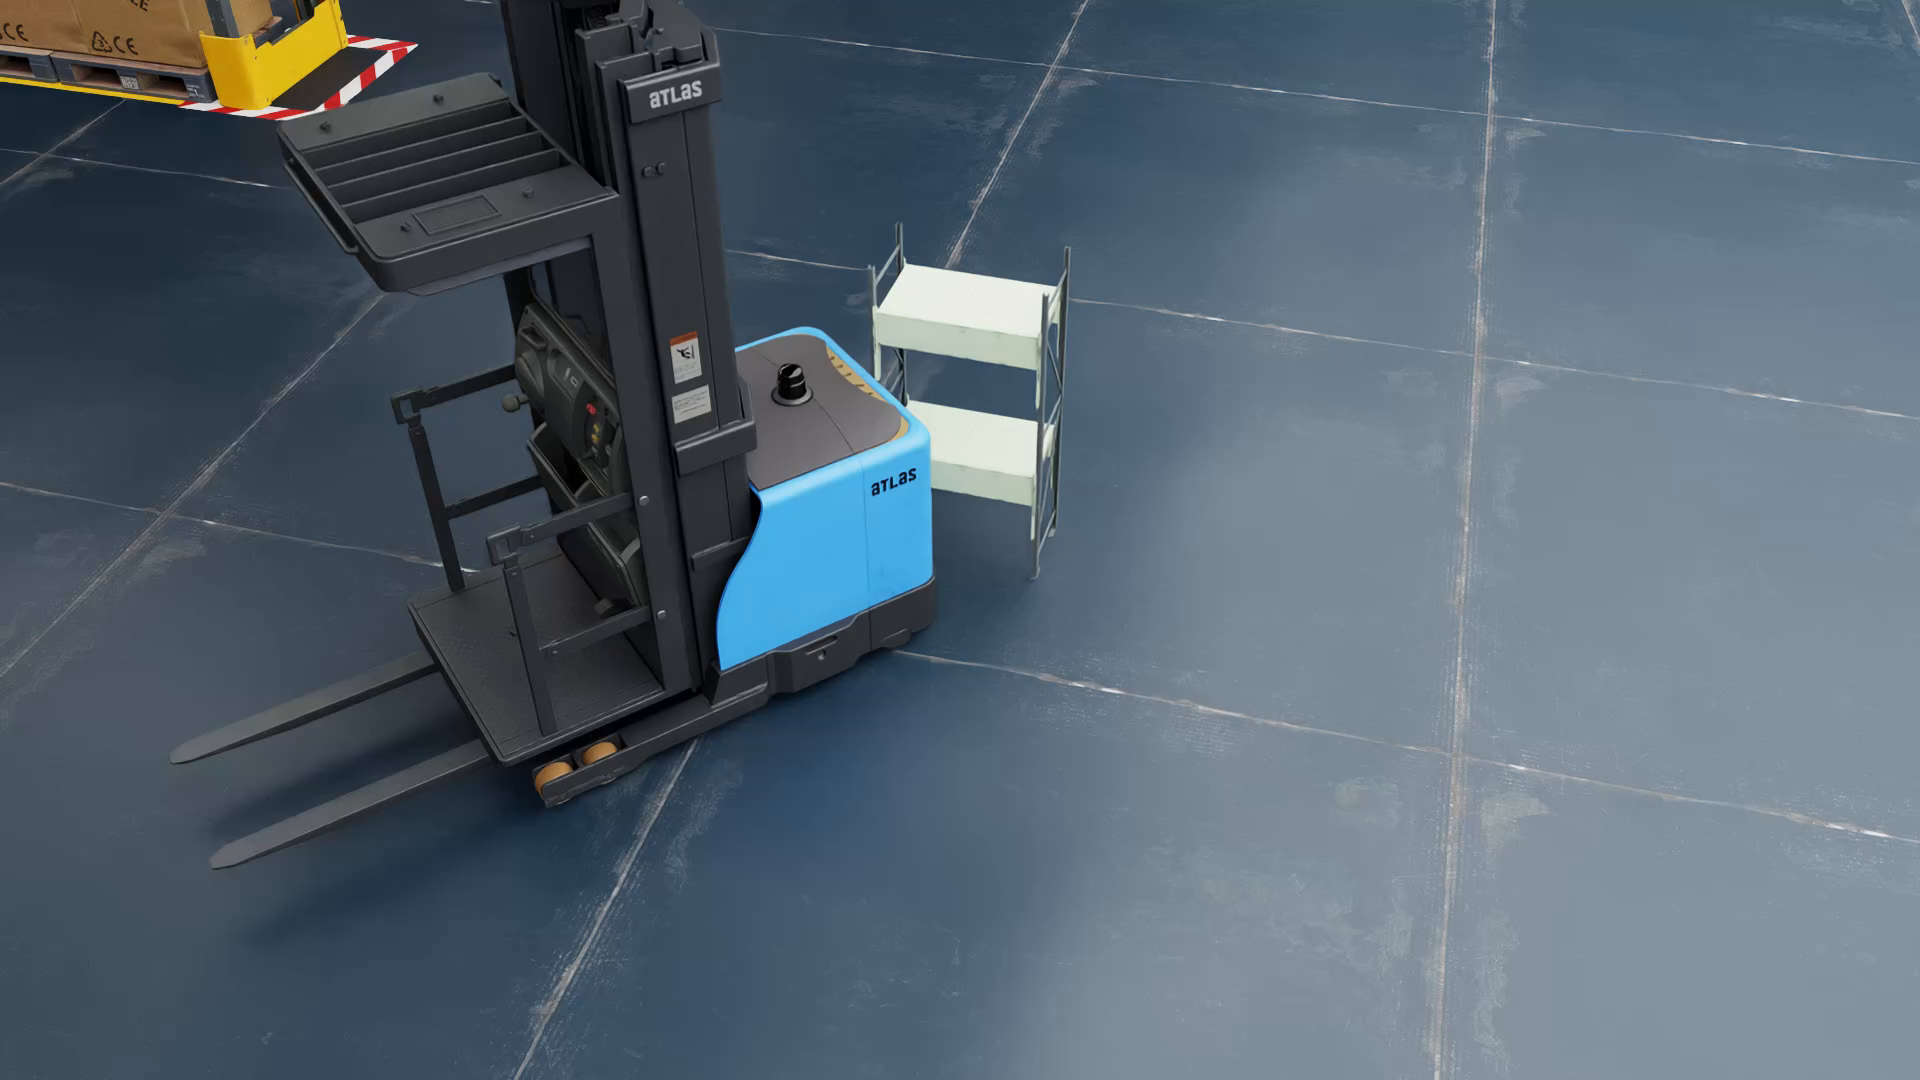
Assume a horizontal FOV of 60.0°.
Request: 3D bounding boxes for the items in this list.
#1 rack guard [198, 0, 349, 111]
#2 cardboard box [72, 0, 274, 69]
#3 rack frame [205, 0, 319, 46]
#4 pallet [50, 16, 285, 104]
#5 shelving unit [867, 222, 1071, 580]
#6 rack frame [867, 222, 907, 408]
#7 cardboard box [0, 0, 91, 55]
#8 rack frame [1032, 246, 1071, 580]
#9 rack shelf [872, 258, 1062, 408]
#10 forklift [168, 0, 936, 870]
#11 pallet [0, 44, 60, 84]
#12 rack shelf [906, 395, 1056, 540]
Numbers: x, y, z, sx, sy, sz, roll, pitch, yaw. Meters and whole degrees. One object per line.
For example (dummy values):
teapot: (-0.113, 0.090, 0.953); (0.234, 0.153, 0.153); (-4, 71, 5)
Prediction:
rack guard: (-4.732, -3.474, 11.522); (0.348, 0.500, 1.175); (10, 41, 11)
cardboard box: (-5.427, -3.854, 11.357); (0.875, 0.875, 0.875); (10, 41, 12)
rack frame: (-4.755, -4.435, 10.723); (0.127, 3.000, 1.000); (10, 41, 11)
pallet: (-5.548, -3.451, 11.720); (1.213, 0.211, 1.003); (10, 41, 11)
shelving unit: (0.041, -0.584, 7.303); (0.755, 1.500, 0.431); (11, 41, 12)
rack frame: (-0.310, -0.650, 7.382); (0.023, 1.500, 0.400); (11, 41, 12)
cardboard box: (-6.278, -3.999, 11.529); (0.875, 0.875, 0.875); (9, 41, 11)
rack frame: (0.392, -0.517, 7.224); (0.023, 1.500, 0.400); (11, 41, 12)
rack shelf: (0.041, -0.882, 7.052); (0.720, 0.370, 0.431); (11, 41, 12)
forklift: (-1.616, -0.473, 6.059); (3.031, 2.935, 1.130); (-23, 45, -25)
pallet: (-6.723, -3.656, 11.963); (1.213, 0.211, 1.003); (10, 41, 11)
rack shelf: (0.041, -0.334, 7.513); (0.720, 0.370, 0.431); (11, 41, 12)
